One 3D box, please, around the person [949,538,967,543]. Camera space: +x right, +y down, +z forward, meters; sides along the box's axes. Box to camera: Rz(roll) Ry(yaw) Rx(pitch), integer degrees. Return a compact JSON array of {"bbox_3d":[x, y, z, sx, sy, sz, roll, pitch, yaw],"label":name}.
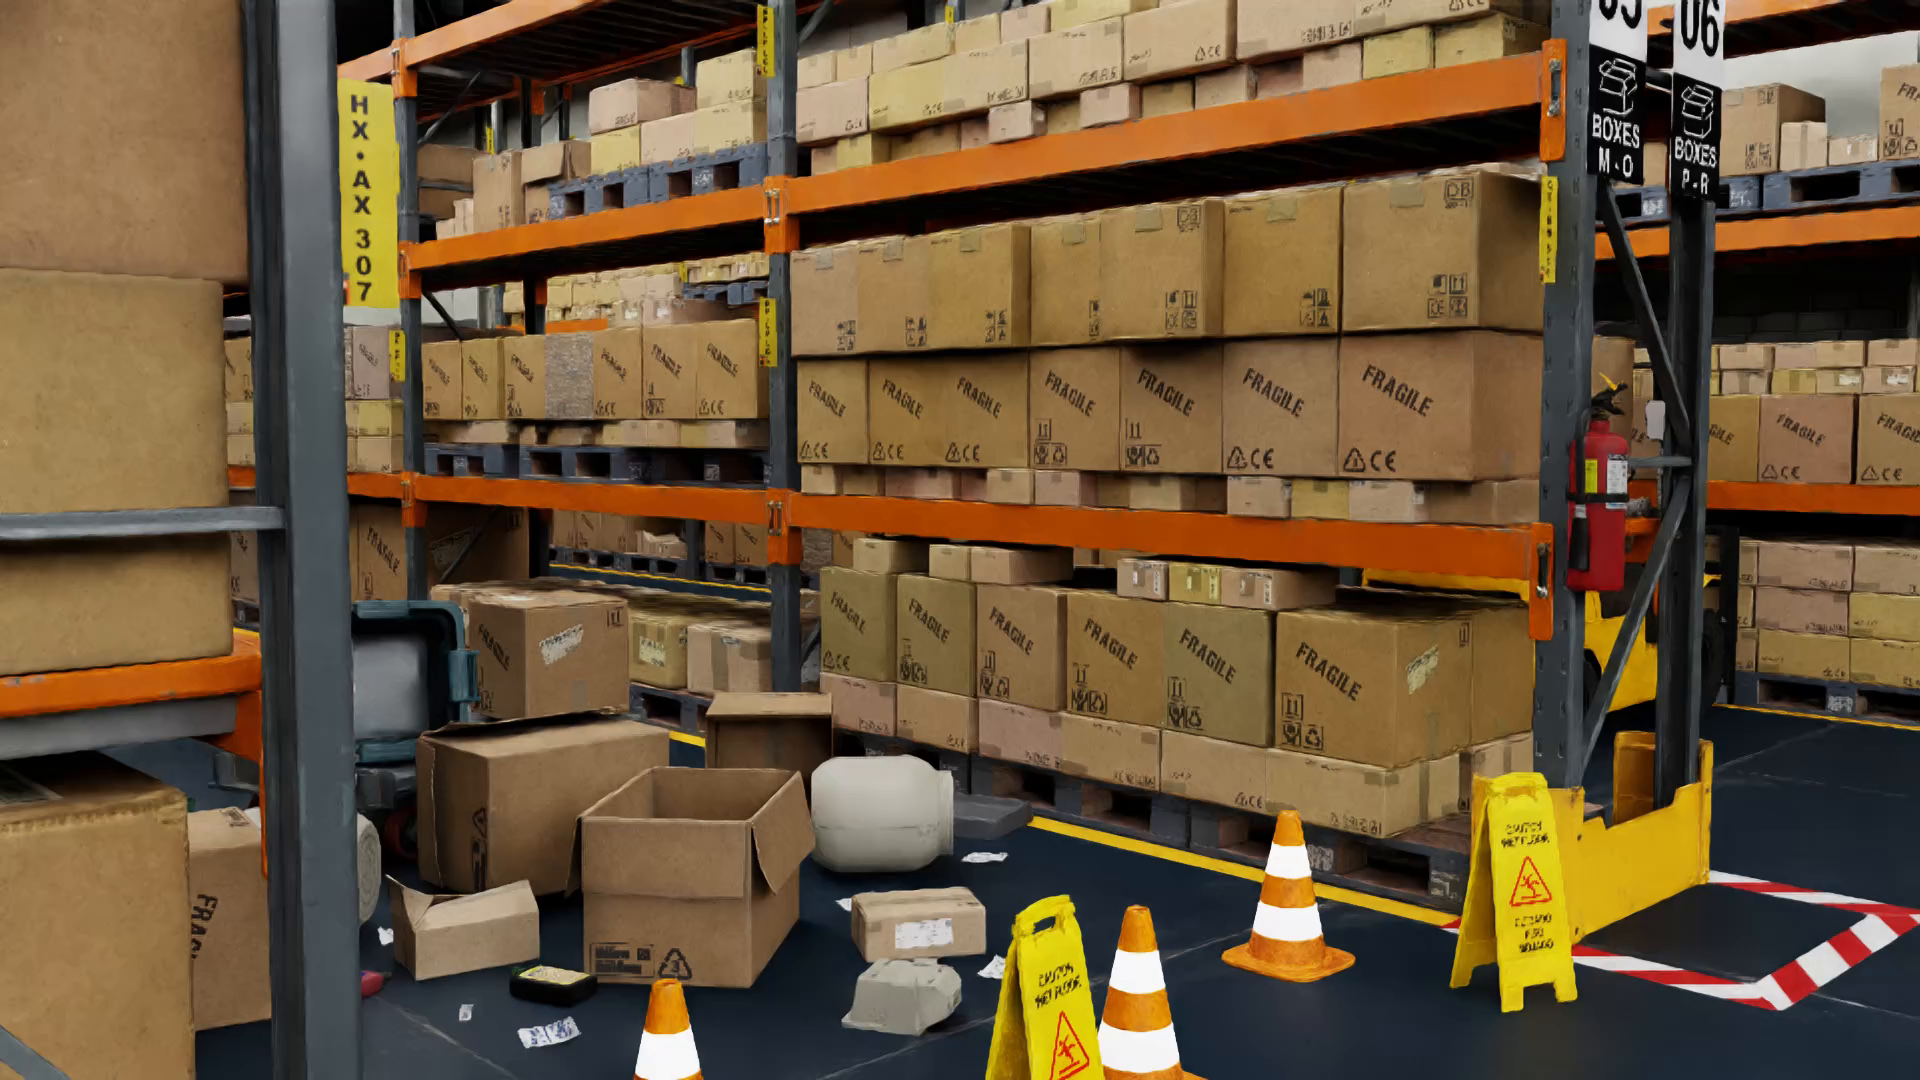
[{"bbox_3d":[-0.099,-0.053,12.420,0.672,1.639,0.516,-1,4,-18],"label":"person"}]
